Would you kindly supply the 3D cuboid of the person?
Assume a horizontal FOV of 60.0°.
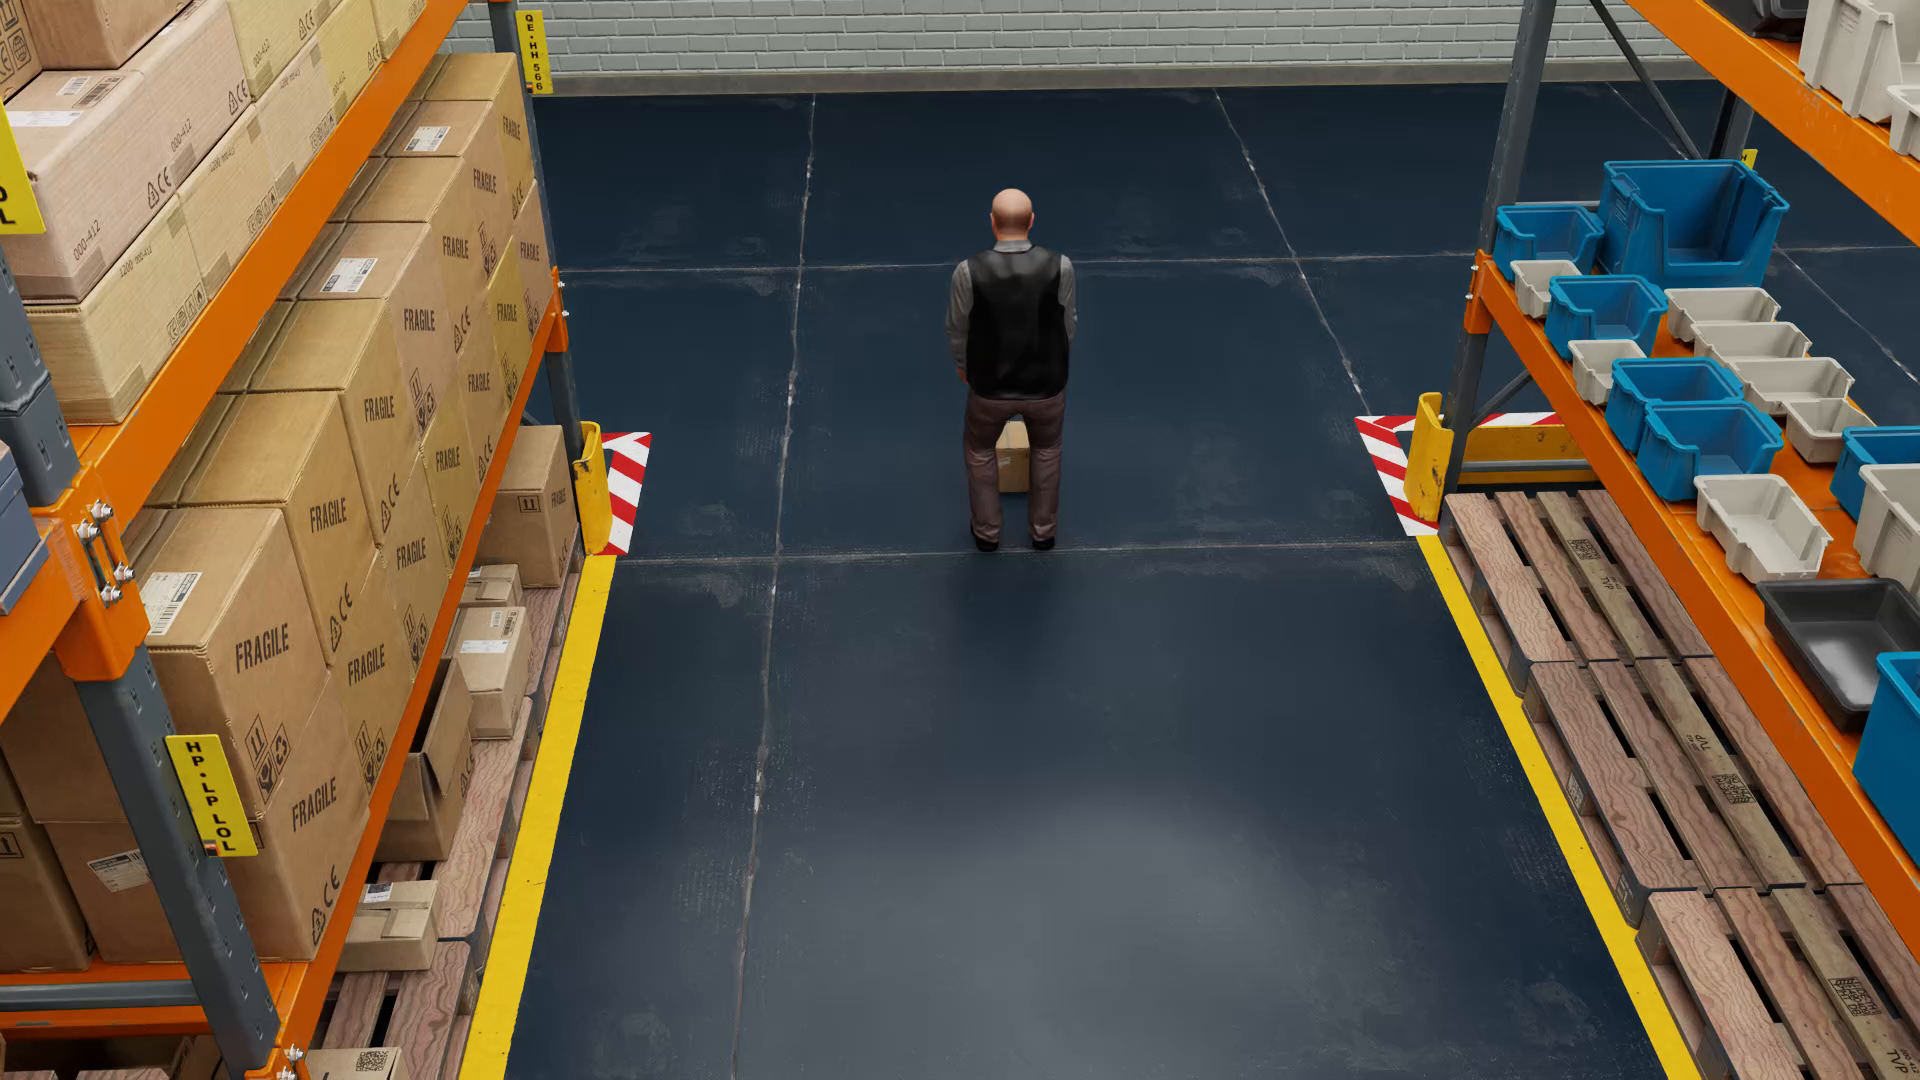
[{"bbox_3d":[0.218,-0.698,7.227,0.563,1.658,0.420,-1,35,-1],"label":"person"}]
